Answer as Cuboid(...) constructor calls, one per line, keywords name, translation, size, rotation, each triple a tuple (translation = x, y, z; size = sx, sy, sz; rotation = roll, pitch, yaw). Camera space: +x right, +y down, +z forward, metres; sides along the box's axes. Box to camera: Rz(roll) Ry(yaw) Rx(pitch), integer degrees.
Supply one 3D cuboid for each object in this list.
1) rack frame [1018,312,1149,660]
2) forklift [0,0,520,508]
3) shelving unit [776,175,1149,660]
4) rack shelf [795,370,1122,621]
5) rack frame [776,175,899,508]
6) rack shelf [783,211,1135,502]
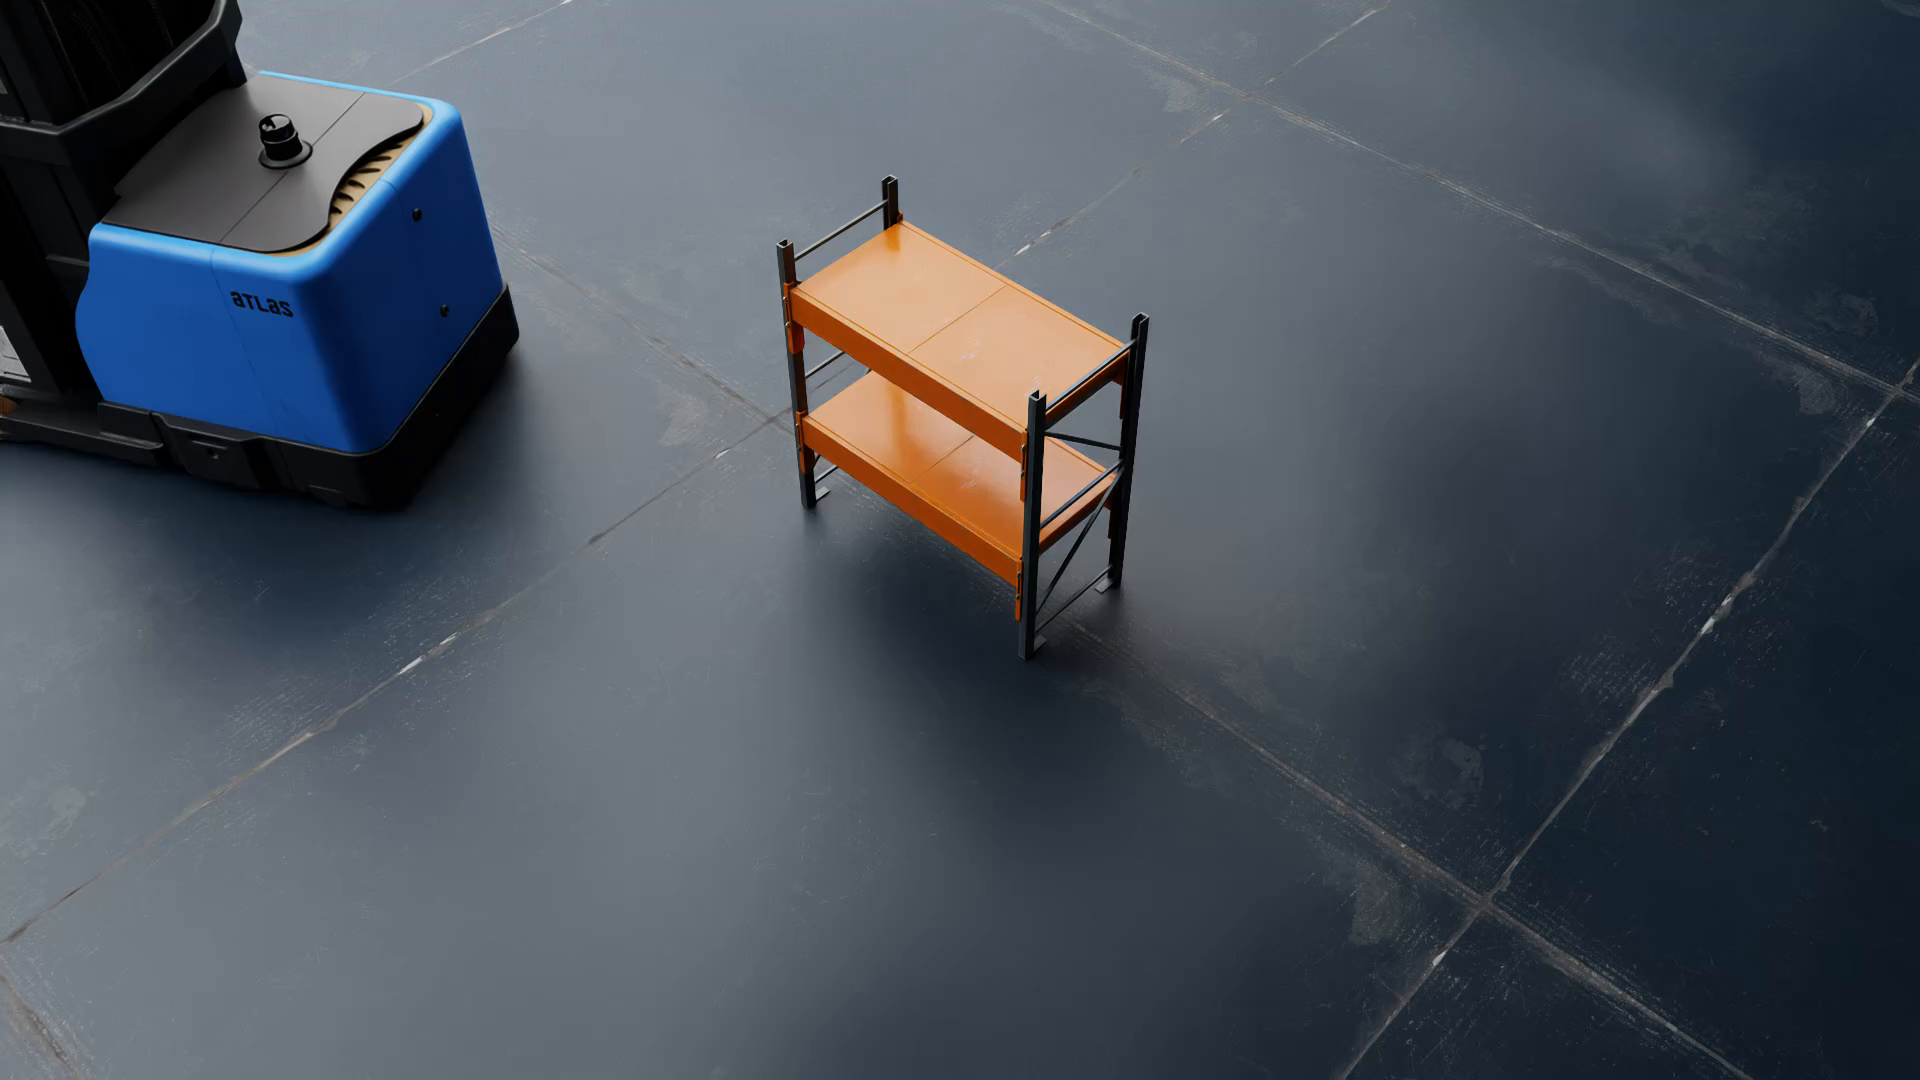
Cuboid(name="rack frame", translation=(0.369, -0.137, 5.107), size=(0.032, 1.125, 0.500), rotation=(34, 55, 28))
Cuboid(name="forklift", translation=(-3.268, -1.724, 5.358), size=(3.031, 2.935, 1.130), rotation=(12, 48, 11))
Cuboid(name="shelving unit", translation=(-0.005, -0.388, 5.343), size=(1.048, 1.125, 0.538), rotation=(34, 55, 28))
Cuboid(name="rack shelf", translation=(-0.005, -0.221, 5.521), size=(1.000, 0.278, 0.538), rotation=(34, 55, 28))
Cuboid(name="rack frame", translation=(-0.379, -0.640, 5.579), size=(0.032, 1.125, 0.500), rotation=(34, 55, 28))
Cuboid(name="rack shelf", translation=(-0.005, -0.589, 5.130), size=(1.000, 0.278, 0.538), rotation=(34, 55, 28))
